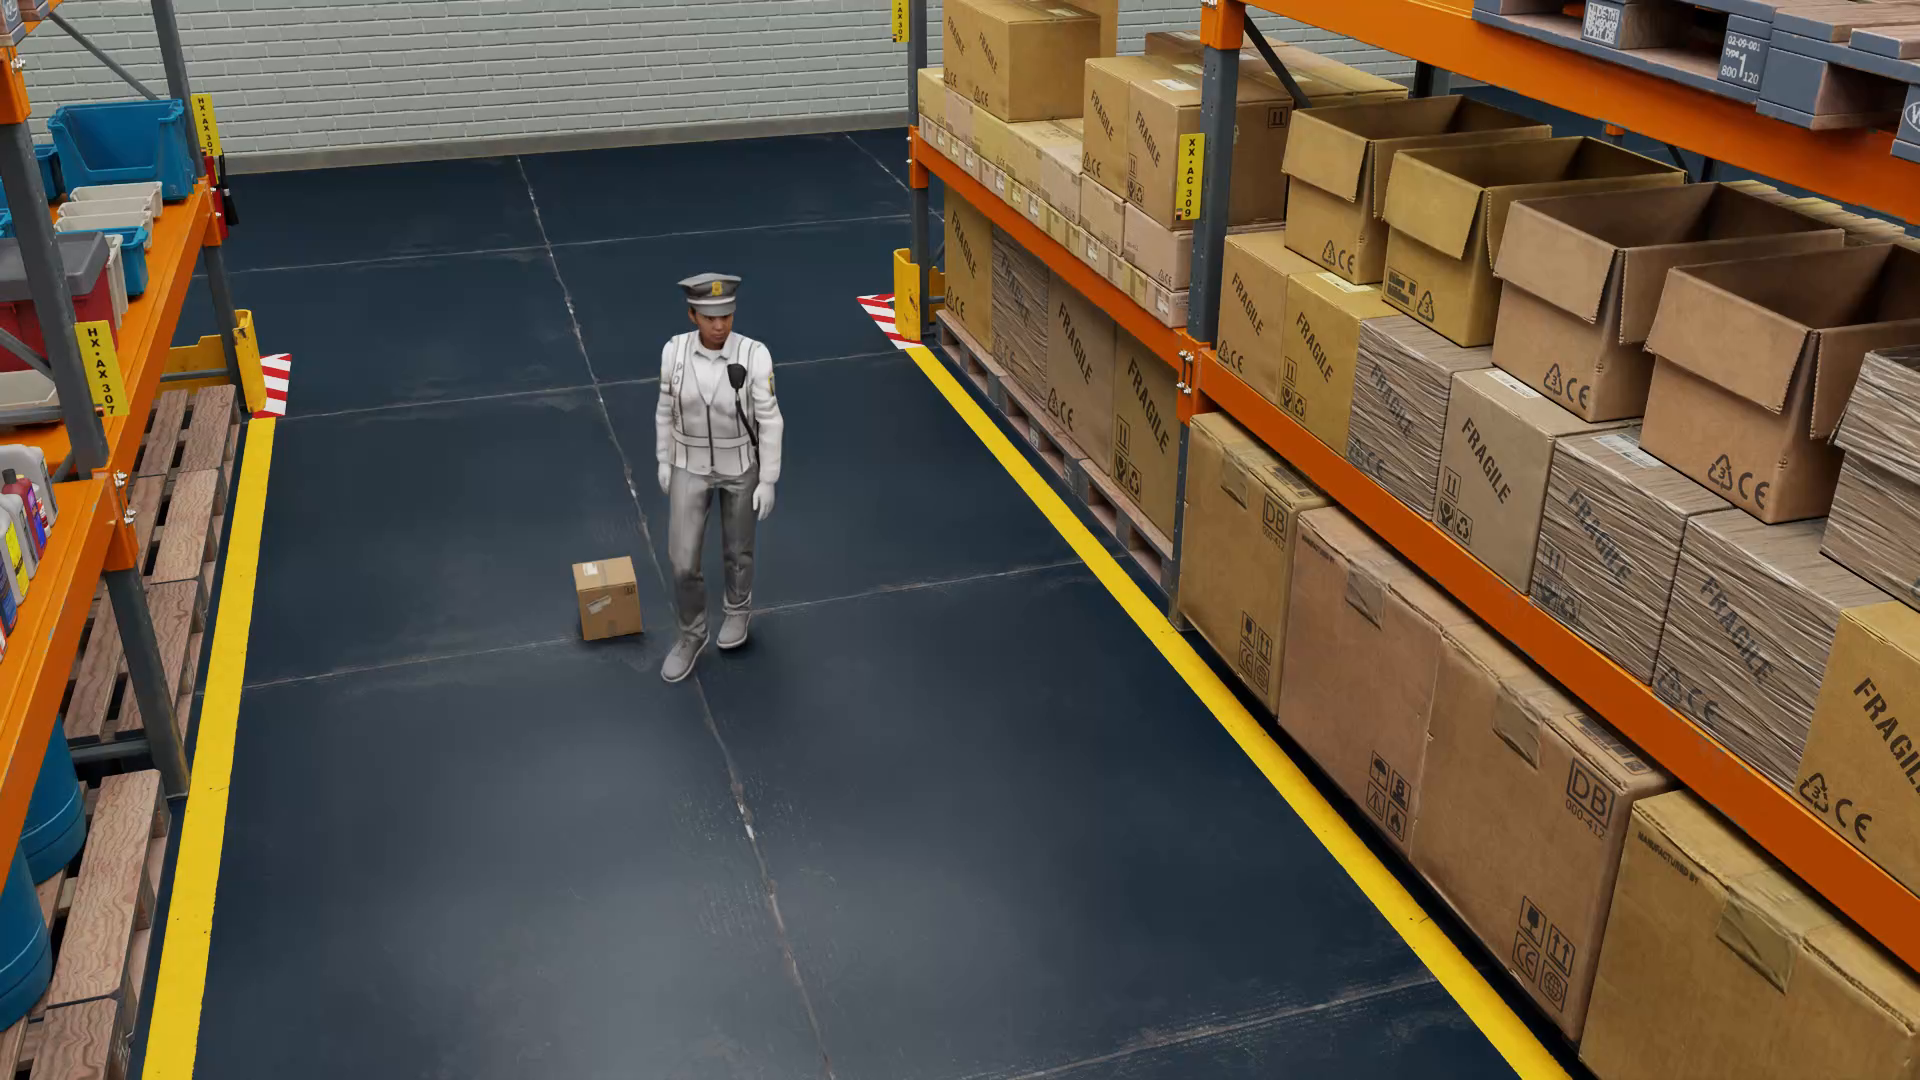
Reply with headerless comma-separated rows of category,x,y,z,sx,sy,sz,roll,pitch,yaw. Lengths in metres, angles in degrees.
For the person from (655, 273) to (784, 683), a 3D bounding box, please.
person,-0.962,-0.274,6.634,0.545,1.695,0.511,-1,27,-2
